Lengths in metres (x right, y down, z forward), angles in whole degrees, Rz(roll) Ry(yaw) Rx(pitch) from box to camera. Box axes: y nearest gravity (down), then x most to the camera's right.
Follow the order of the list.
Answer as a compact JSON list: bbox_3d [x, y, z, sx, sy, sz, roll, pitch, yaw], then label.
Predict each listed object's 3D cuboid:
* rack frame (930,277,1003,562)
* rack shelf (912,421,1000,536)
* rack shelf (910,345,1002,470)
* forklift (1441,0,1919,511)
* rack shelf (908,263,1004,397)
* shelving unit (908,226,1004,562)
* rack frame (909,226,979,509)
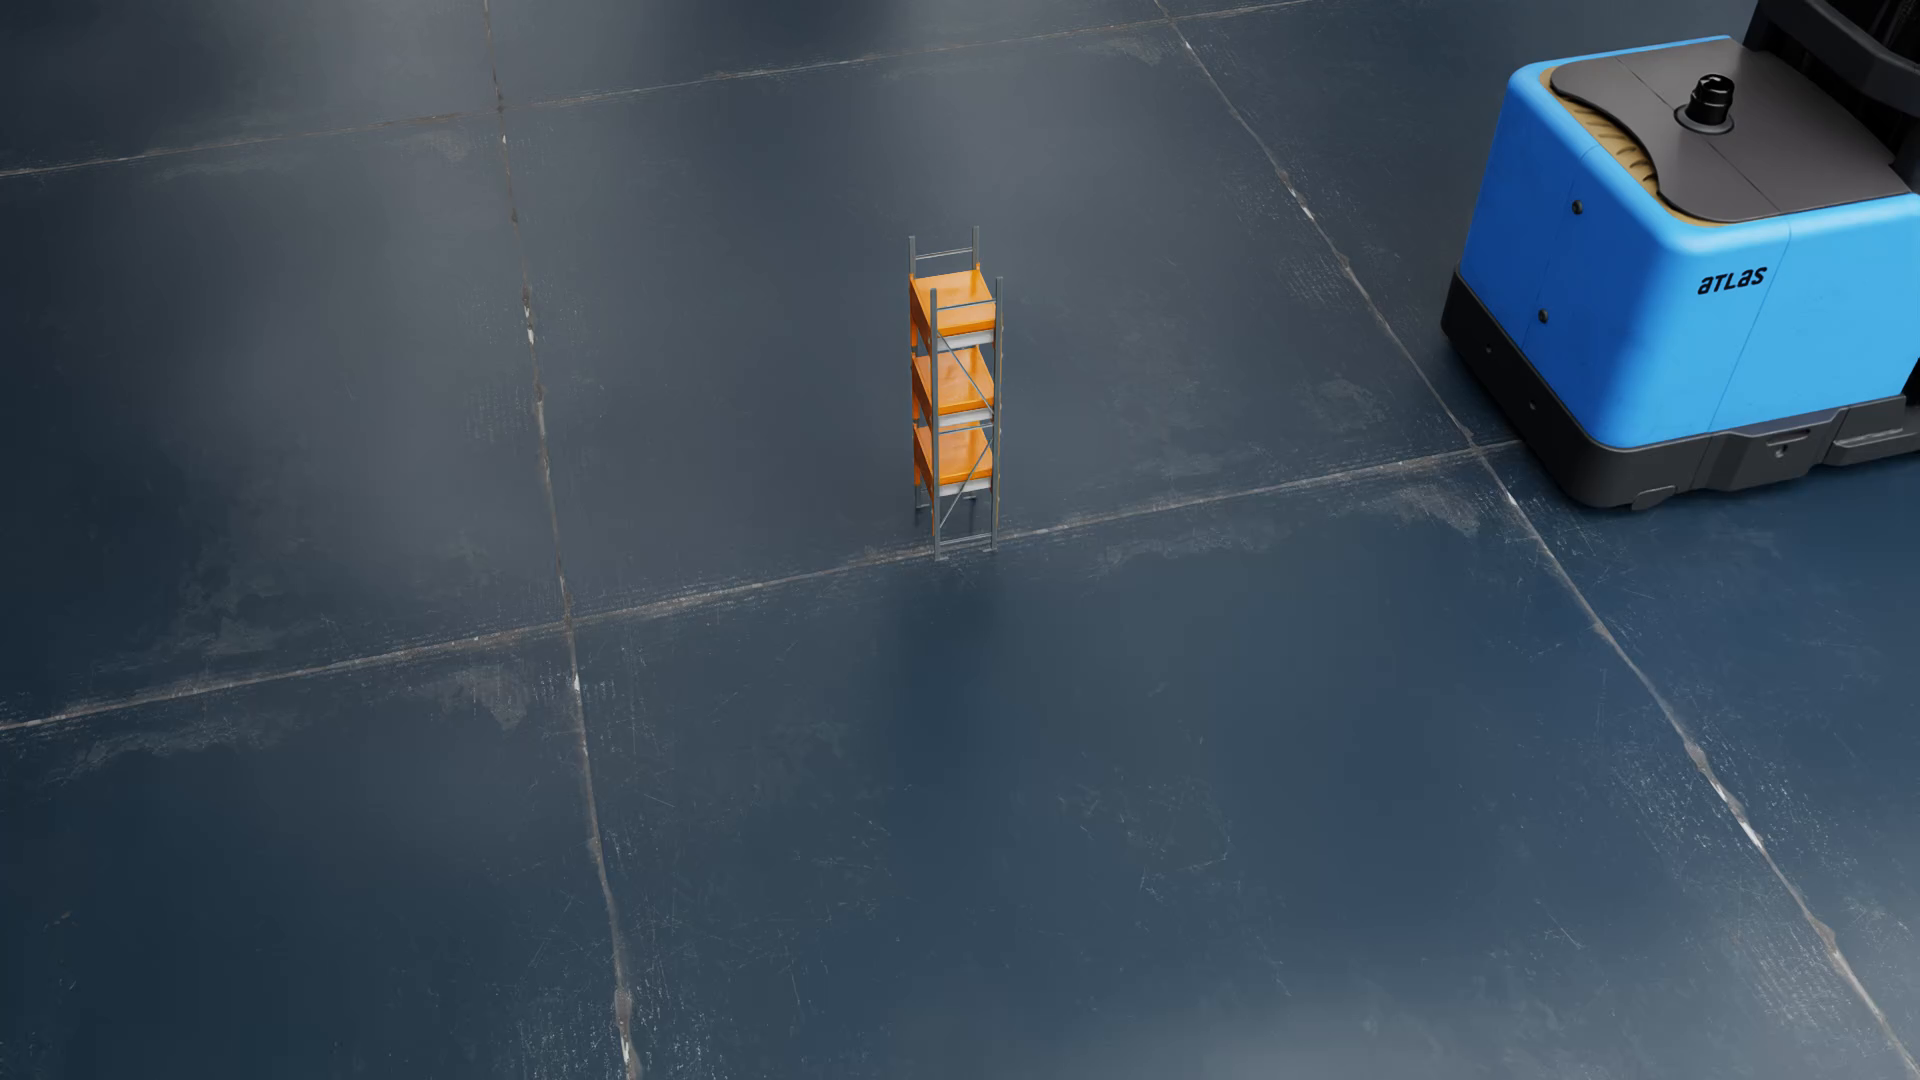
[{"bbox_3d":[0.018,-0.320,4.829,0.200,1.050,0.008,-11,47,-10],"label":"rack frame"},{"bbox_3d":[-0.014,-0.202,5.117,0.215,0.259,0.240,-11,47,-10],"label":"rack shelf"},{"bbox_3d":[-0.014,-0.397,4.919,0.215,0.259,0.240,-11,47,-10],"label":"rack shelf"},{"bbox_3d":[3.278,-1.706,4.869,3.031,2.935,1.130,-11,47,-11],"label":"forklift"},{"bbox_3d":[-0.014,-0.596,4.716,0.215,0.259,0.240,-11,47,-10],"label":"rack shelf"},{"bbox_3d":[-0.014,-0.404,4.911,0.215,1.050,0.252,-11,47,-10],"label":"shelving unit"},{"bbox_3d":[-0.045,-0.489,4.994,0.200,1.050,0.008,-11,47,-10],"label":"rack frame"}]
